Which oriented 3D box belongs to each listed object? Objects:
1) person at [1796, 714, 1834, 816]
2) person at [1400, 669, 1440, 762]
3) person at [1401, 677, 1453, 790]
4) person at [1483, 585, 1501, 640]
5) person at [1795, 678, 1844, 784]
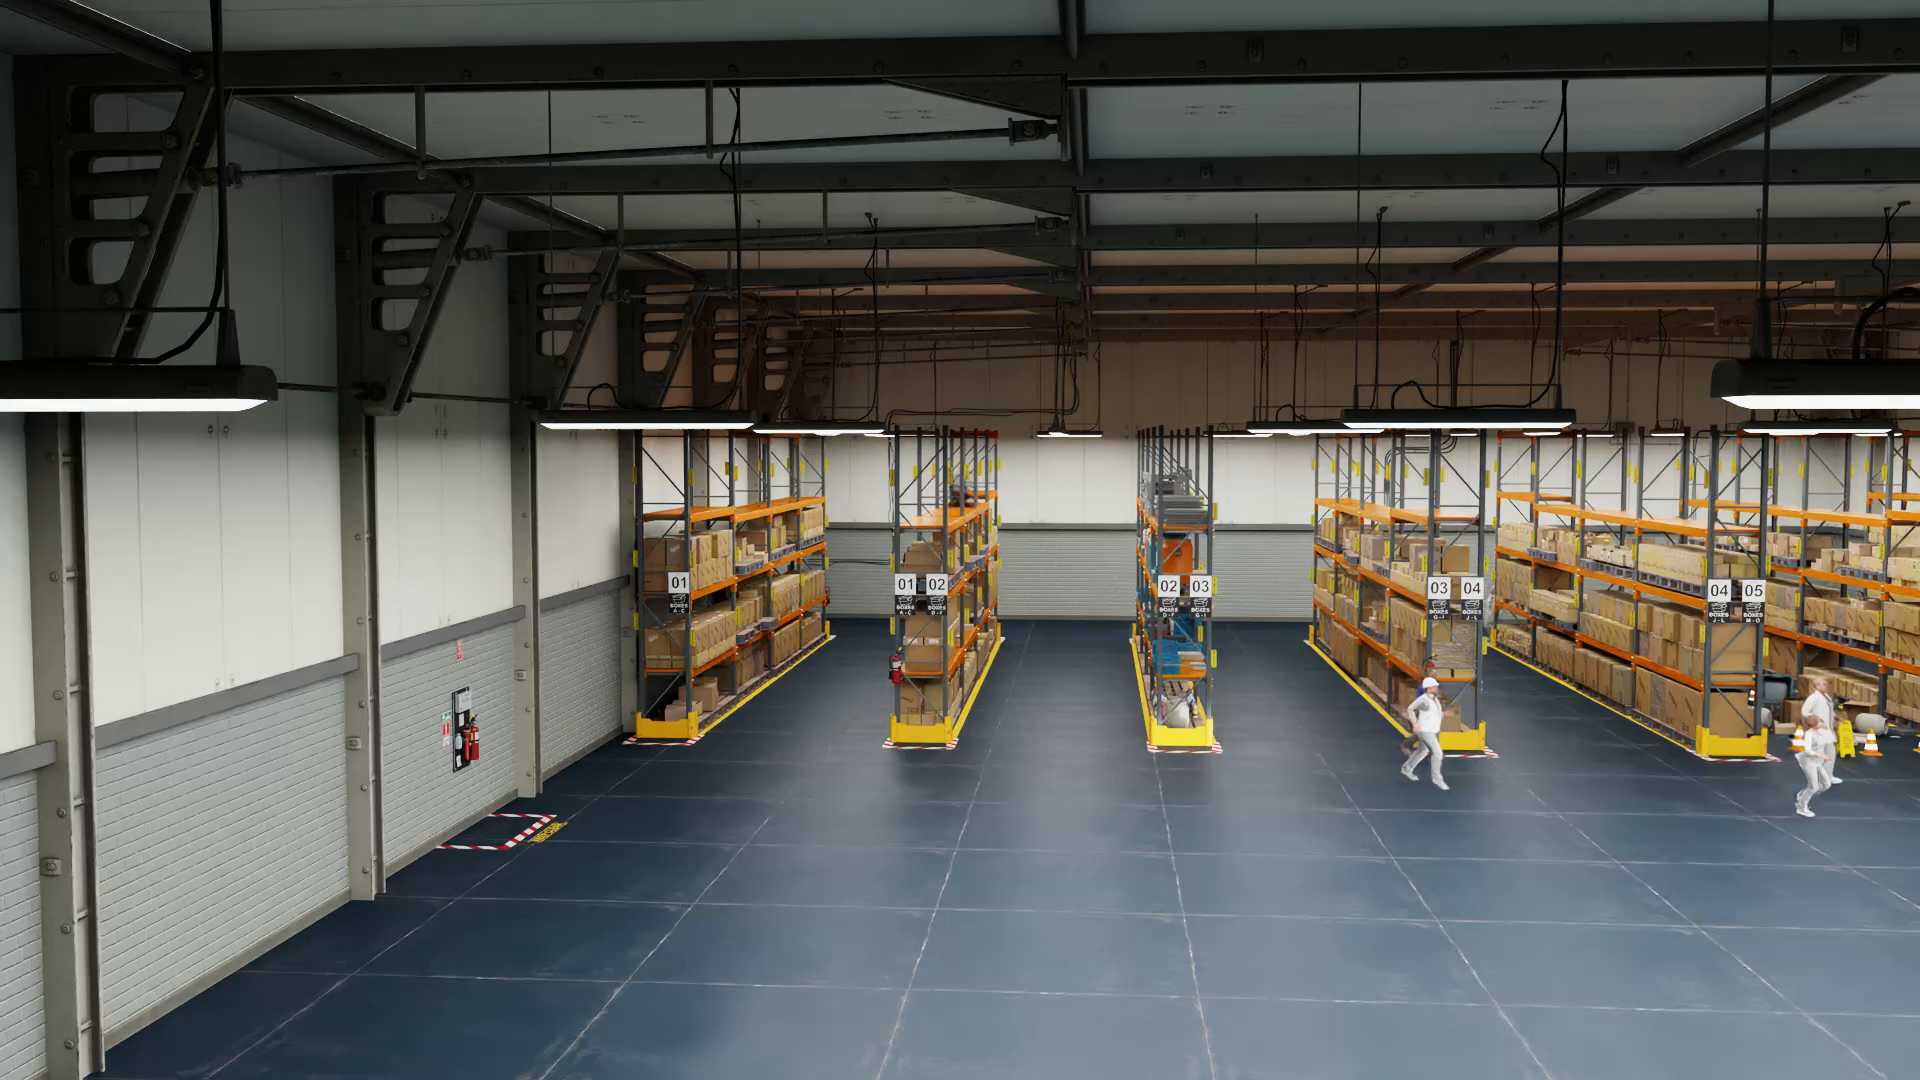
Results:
[{"bbox_3d":[12.989,3.417,25.239,0.566,1.559,0.545,-3,5,-45],"label":"person"},{"bbox_3d":[8.287,3.127,29.635,0.596,1.665,0.829,-3,4,-37],"label":"person"},{"bbox_3d":[7.709,3.174,27.476,0.869,1.825,0.627,2,4,33],"label":"person"},{"bbox_3d":[15.126,2.084,47.356,0.502,1.608,0.659,0,3,-3],"label":"person"},{"bbox_3d":[14.396,3.177,27.873,0.715,1.733,0.812,-3,4,-39],"label":"person"}]
